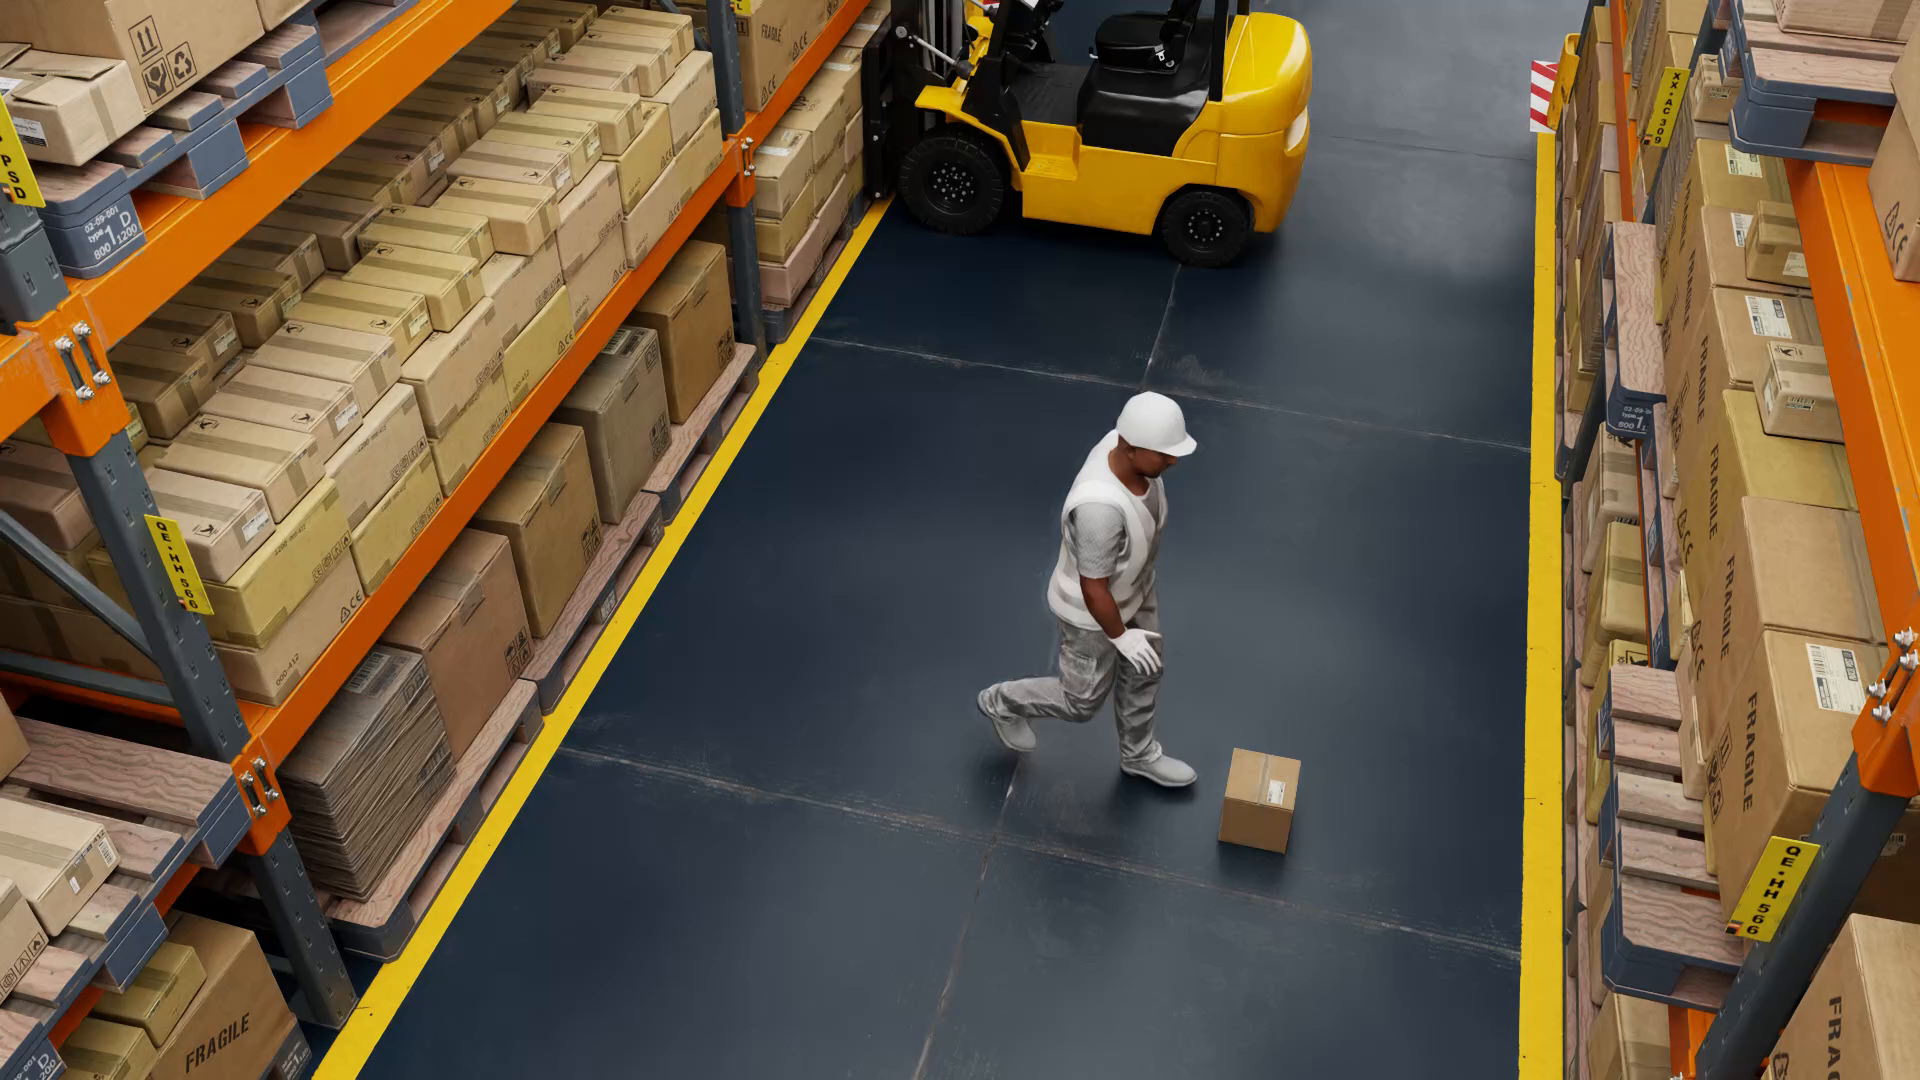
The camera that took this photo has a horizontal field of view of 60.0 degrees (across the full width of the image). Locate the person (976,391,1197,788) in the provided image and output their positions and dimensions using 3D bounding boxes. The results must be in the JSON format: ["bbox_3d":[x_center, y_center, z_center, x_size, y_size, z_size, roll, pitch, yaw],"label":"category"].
[{"bbox_3d":[0.490,0.194,5.911,0.860,1.759,0.567,19,44,21],"label":"person"}]
